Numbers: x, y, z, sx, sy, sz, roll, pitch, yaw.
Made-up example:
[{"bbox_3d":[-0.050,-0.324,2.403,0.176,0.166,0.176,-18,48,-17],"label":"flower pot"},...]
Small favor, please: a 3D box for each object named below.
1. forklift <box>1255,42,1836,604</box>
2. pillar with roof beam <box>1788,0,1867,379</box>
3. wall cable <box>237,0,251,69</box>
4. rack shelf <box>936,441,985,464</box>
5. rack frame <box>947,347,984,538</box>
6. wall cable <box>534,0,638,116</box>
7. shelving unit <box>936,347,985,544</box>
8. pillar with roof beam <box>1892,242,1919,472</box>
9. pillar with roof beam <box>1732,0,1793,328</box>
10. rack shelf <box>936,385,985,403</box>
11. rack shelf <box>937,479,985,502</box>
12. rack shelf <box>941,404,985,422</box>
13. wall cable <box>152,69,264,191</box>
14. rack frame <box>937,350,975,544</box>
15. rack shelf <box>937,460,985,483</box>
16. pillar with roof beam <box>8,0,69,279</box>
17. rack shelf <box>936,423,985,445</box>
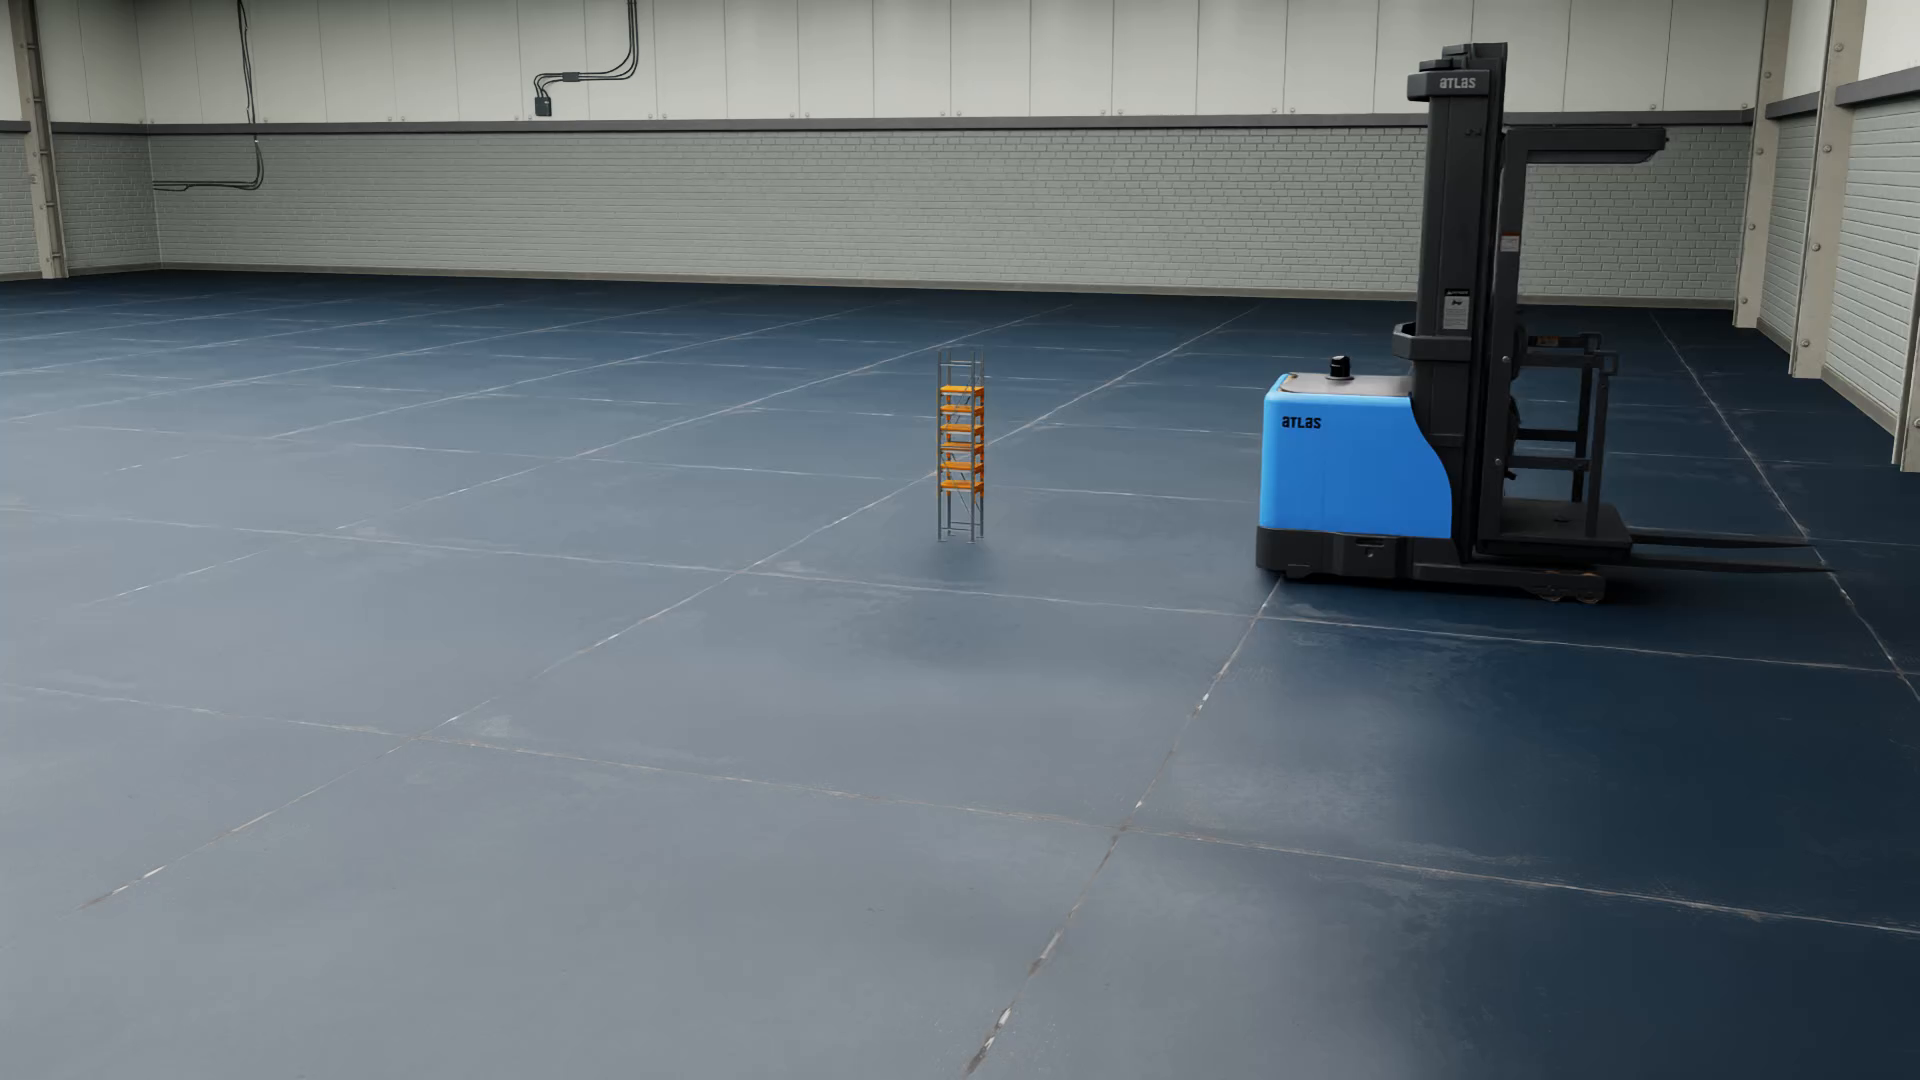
[{"bbox_3d":[3.268,-1.216,9.228,3.031,2.935,1.130,4,13,15],"label":"forklift"},{"bbox_3d":[5.324,-6.518,18.824,9.100,9.000,0.400,4,14,18],"label":"pillar with roof beam"},{"bbox_3d":[-13.703,-11.018,34.168,3.097,2.526,0.112,4,14,18],"label":"wall cable"},{"bbox_3d":[0.005,-0.545,10.378,0.258,0.103,0.180,4,14,18],"label":"rack shelf"},{"bbox_3d":[0.034,-0.607,10.452,0.240,1.200,0.006,4,14,18],"label":"rack frame"},{"bbox_3d":[-7.285,-11.236,31.851,2.305,6.003,0.169,4,14,18],"label":"wall cable"},{"bbox_3d":[0.005,-0.588,10.368,0.258,1.200,0.189,4,14,18],"label":"shelving unit"},{"bbox_3d":[3.383,-5.255,13.289,9.100,9.000,0.400,4,14,18],"label":"pillar with roof beam"},{"bbox_3d":[7.265,-7.782,24.359,9.100,9.000,0.400,4,14,18],"label":"pillar with roof beam"},{"bbox_3d":[0.005,-0.896,10.298,0.258,0.103,0.180,4,14,18],"label":"rack shelf"},{"bbox_3d":[0.005,-0.311,10.431,0.258,0.103,0.180,4,14,18],"label":"rack shelf"},{"bbox_3d":[0.005,-0.779,10.324,0.258,0.103,0.180,4,14,18],"label":"rack shelf"},{"bbox_3d":[-16.263,-8.751,35.584,3.097,2.526,0.112,4,14,18],"label":"wall cable"},{"bbox_3d":[-0.025,-0.569,10.283,0.240,1.200,0.006,4,14,18],"label":"rack frame"},{"bbox_3d":[0.005,-0.428,10.404,0.258,0.103,0.180,4,14,18],"label":"rack shelf"},{"bbox_3d":[-14.394,-9.430,31.580,9.100,9.000,0.400,4,14,18],"label":"pillar with roof beam"},{"bbox_3d":[0.005,-0.662,10.351,0.258,0.103,0.180,4,14,18],"label":"rack shelf"}]
